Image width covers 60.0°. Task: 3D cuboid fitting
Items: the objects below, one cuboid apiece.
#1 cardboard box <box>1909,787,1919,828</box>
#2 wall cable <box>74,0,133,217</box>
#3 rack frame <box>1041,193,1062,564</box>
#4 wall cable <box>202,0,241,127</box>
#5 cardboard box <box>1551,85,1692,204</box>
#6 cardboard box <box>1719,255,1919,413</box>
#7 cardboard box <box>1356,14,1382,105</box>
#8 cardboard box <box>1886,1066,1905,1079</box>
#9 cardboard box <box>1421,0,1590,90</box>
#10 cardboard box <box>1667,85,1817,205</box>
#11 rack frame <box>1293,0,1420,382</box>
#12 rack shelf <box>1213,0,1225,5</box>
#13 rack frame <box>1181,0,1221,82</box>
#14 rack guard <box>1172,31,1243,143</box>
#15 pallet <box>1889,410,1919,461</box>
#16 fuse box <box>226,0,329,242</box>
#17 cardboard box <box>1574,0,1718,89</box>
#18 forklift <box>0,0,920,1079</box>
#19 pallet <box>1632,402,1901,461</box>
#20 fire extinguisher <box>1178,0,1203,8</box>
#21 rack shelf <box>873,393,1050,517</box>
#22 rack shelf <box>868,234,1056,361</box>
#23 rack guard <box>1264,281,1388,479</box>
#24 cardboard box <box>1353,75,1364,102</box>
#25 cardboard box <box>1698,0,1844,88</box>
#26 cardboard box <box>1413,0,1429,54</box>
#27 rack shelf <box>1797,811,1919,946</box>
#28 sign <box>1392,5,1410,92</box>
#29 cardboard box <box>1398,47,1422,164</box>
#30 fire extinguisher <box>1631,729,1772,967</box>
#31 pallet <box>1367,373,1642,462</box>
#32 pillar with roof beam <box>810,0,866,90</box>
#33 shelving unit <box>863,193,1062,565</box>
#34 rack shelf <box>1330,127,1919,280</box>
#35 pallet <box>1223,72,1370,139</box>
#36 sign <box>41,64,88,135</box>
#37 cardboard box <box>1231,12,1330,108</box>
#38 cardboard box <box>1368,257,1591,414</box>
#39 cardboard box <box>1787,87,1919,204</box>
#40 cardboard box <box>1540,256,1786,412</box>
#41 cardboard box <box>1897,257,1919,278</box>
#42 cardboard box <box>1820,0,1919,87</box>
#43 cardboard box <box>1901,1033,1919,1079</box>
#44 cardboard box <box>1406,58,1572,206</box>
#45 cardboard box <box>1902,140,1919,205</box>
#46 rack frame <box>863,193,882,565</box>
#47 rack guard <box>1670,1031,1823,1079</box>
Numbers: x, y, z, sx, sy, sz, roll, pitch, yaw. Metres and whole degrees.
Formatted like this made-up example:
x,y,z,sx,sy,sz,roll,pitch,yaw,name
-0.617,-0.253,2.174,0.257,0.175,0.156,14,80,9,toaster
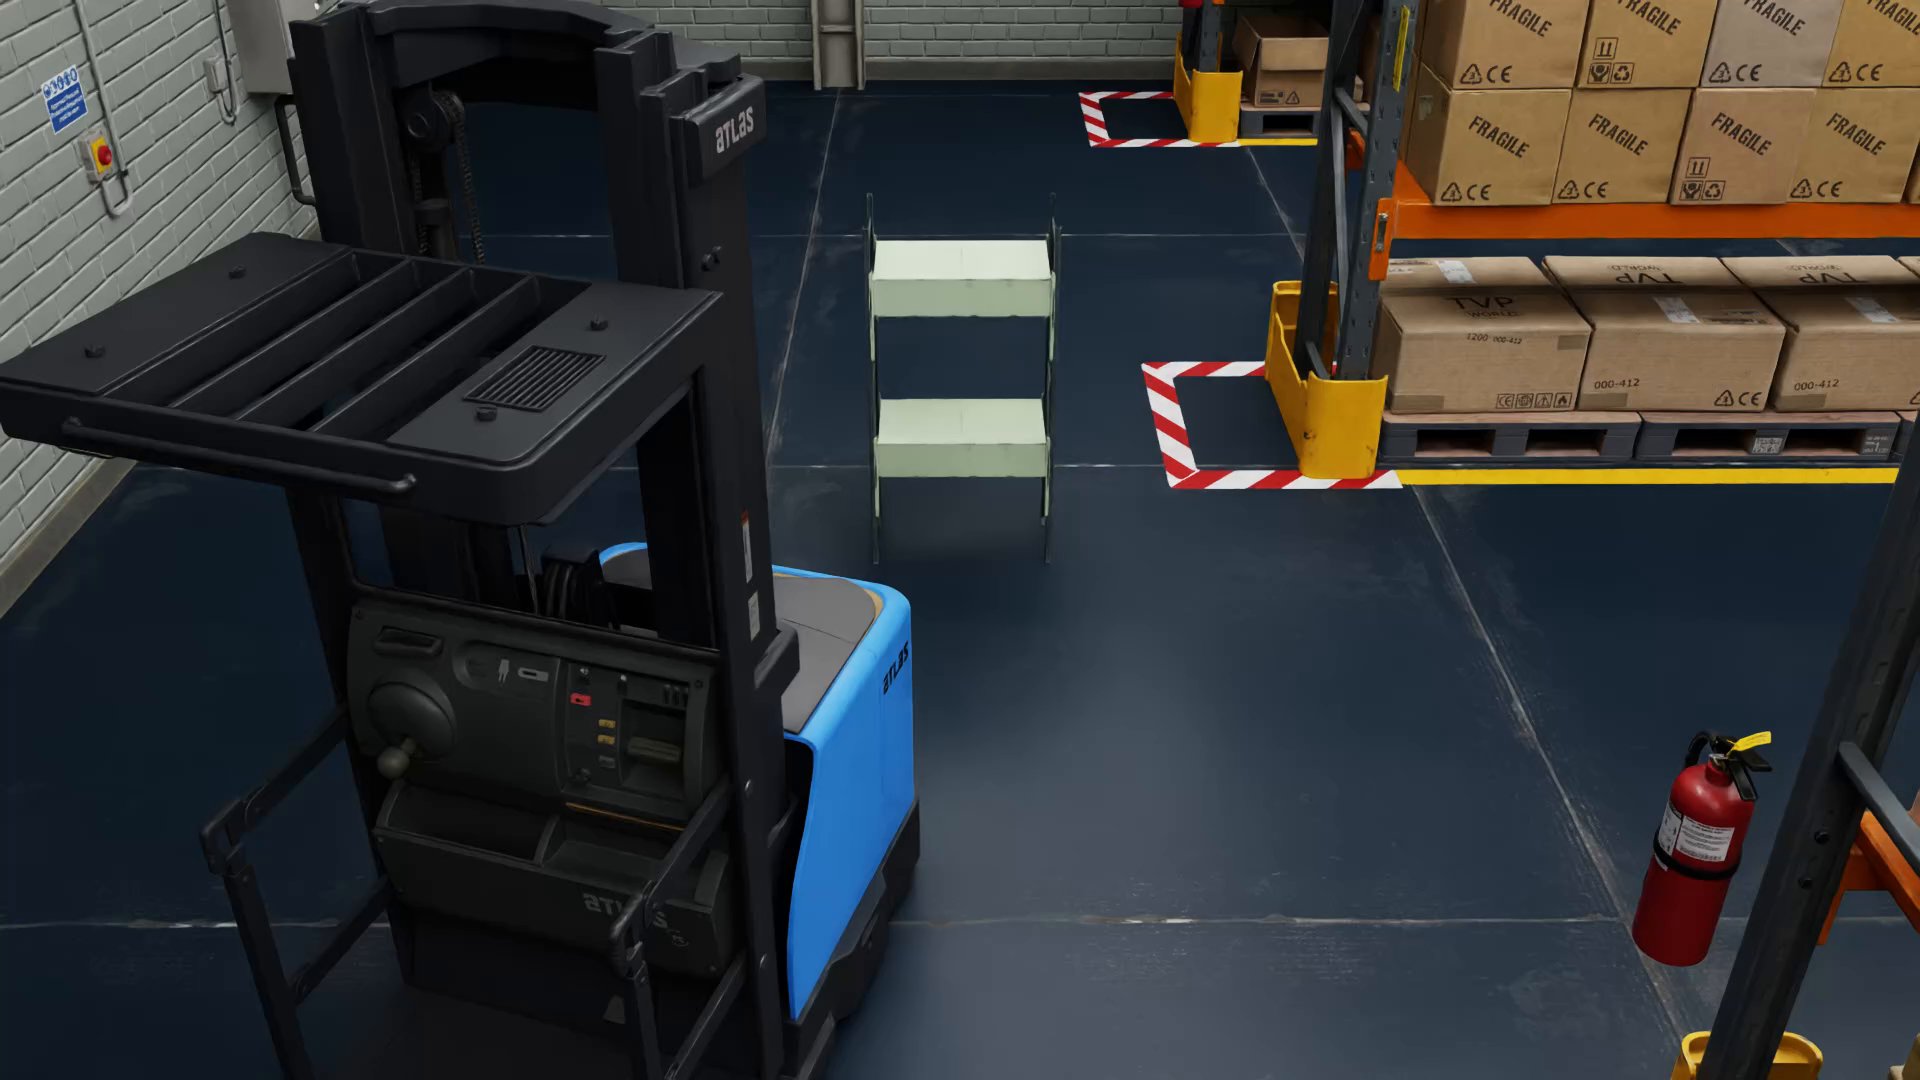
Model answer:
x,y,z,sx,sy,sz,roll,pitch,yaw,name
2.238,0.658,3.515,0.250,0.149,0.380,0,31,0,cardboard box
-3.856,-2.287,7.118,0.123,1.953,0.585,0,31,0,wall cable
0.373,-0.642,6.863,0.023,1.500,0.400,0,31,0,rack frame
-3.876,-3.009,8.338,0.122,1.984,0.588,0,31,0,wall cable
2.770,-1.780,7.196,0.500,0.500,0.500,-1,31,-1,cardboard box
4.259,-1.016,8.098,0.875,0.438,0.875,-1,31,-2,cardboard box
3.216,-3.490,12.115,0.500,0.500,0.700,1,31,2,cardboard box
2.439,1.461,4.007,0.250,0.149,0.380,-1,31,-2,cardboard box
2.264,-2.193,6.912,0.500,0.500,0.500,-1,31,-1,cardboard box
3.279,-1.772,7.183,0.500,0.500,0.500,0,31,-1,cardboard box
1.782,-1.869,7.438,0.127,3.000,1.000,0,31,0,rack frame
3.749,-4.142,11.879,4.000,0.370,1.077,0,31,0,rack shelf
1.749,-4.443,11.682,0.127,3.000,1.000,0,31,0,rack frame
1.825,-3.375,12.331,0.348,0.500,1.175,0,31,0,rack guard
5.022,-0.727,8.245,1.213,0.211,1.003,0,31,0,pallet
-3.723,-2.378,9.520,0.414,1.711,0.539,0,31,0,fuse box
2.781,-2.198,6.921,0.500,0.500,0.500,-1,31,-2,cardboard box
-1.070,0.456,3.672,1.130,2.935,3.031,10,33,15,forklift
3.798,-0.722,8.236,1.213,0.211,1.003,0,31,0,pallet
1.605,-4.011,11.403,0.183,0.674,0.296,0,31,0,fire extinguisher
0.007,-0.363,7.030,0.720,0.370,0.431,0,31,0,rack shelf
0.007,-0.975,6.659,0.720,0.370,0.431,0,31,0,rack shelf
1.758,-0.800,8.087,0.348,0.500,1.175,0,31,0,rack guard
2.786,-3.338,12.204,0.250,0.149,0.380,-1,31,-2,cardboard box
3.296,-2.204,6.930,0.500,0.500,0.500,0,31,-1,cardboard box
2.263,-2.464,7.359,0.500,0.500,0.500,1,31,1,cardboard box
3.913,1.000,3.404,4.000,0.370,1.077,0,31,0,rack shelf
1.780,-1.985,6.719,0.005,0.325,0.100,0,31,0,sign
2.263,-2.050,7.641,0.500,0.500,0.500,0,31,0,cardboard box
1.659,0.652,3.717,0.183,0.674,0.296,0,31,0,fire extinguisher
2.582,-0.720,8.233,1.213,0.211,1.003,0,31,0,pallet
-0.927,-5.234,7.202,0.400,9.000,9.100,0,31,0,pillar with roof beam
0.007,-0.641,6.861,0.755,1.500,0.431,0,31,0,shelving unit
3.782,-1.567,7.635,4.000,0.370,1.077,0,31,0,rack shelf
2.622,-3.254,12.411,1.213,0.211,1.003,0,31,0,pallet
-3.917,-1.929,7.278,0.001,0.218,0.327,0,31,0,sign
2.361,-3.508,12.143,0.637,0.503,0.797,-1,31,-2,cardboard box
2.442,-1.007,8.083,0.875,0.438,0.875,-1,31,-2,cardboard box
3.779,-1.783,7.200,0.500,0.500,0.500,1,31,1,cardboard box
3.357,-1.014,8.095,0.875,0.438,0.875,1,31,1,cardboard box
5.154,-1.019,8.103,0.875,0.438,0.875,-1,31,-1,cardboard box
3.794,-2.206,6.933,0.500,0.500,0.500,0,31,0,cardboard box
2.441,1.350,3.903,0.250,0.149,0.380,0,31,0,cardboard box
2.264,-1.764,7.169,0.500,0.500,0.500,0,31,-1,cardboard box
4.303,-1.776,7.190,0.500,0.500,0.500,-1,31,-1,cardboard box
-0.359,-0.640,6.859,0.023,1.500,0.400,0,31,0,rack frame
1.989,1.767,3.856,0.348,0.500,1.175,0,31,0,rack guard
